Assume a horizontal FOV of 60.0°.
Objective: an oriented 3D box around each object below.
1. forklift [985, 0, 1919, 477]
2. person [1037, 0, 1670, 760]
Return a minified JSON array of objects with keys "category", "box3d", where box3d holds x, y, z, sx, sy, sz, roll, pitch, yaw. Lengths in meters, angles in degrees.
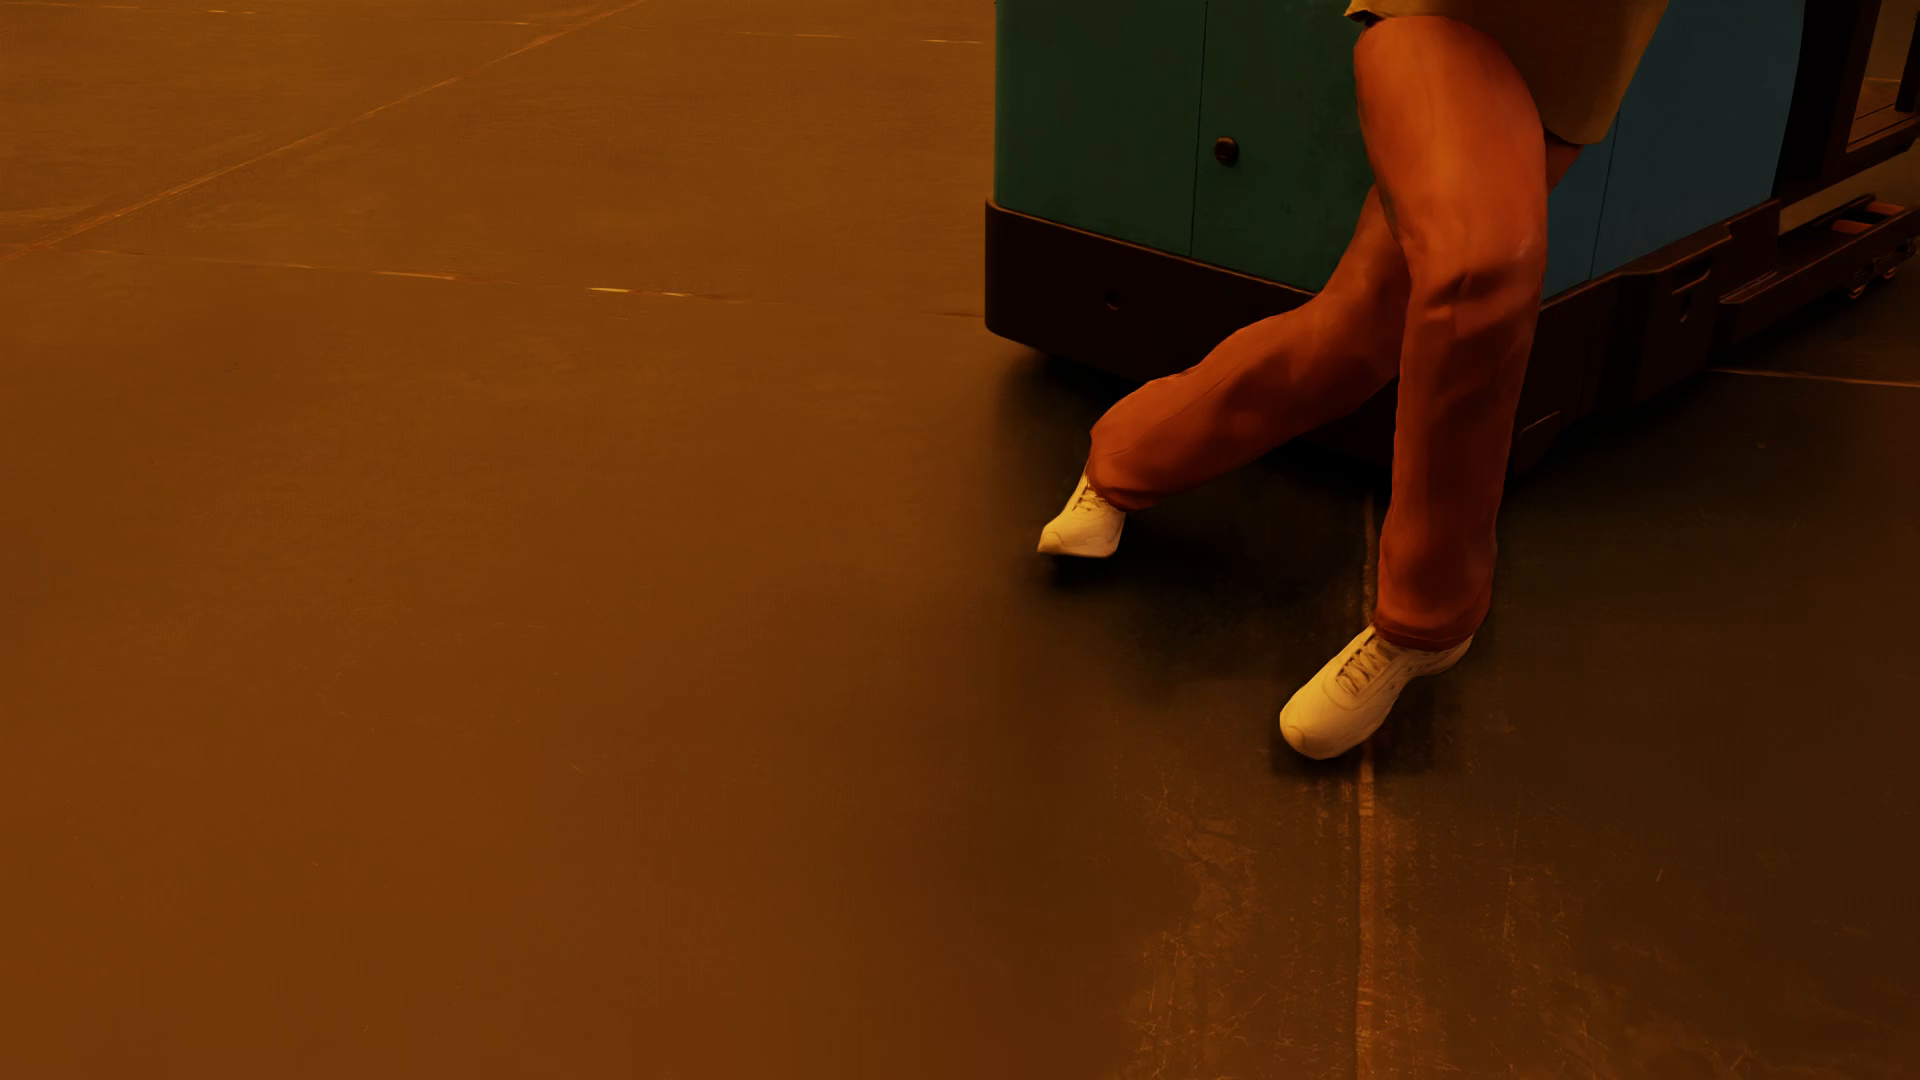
[{"category":"forklift","box3d":[1.452,-1.963,3.138,3.031,2.935,1.130,-24,35,-39]},{"category":"person","box3d":[0.476,-0.480,1.844,0.887,1.422,0.879,5,27,11]}]
